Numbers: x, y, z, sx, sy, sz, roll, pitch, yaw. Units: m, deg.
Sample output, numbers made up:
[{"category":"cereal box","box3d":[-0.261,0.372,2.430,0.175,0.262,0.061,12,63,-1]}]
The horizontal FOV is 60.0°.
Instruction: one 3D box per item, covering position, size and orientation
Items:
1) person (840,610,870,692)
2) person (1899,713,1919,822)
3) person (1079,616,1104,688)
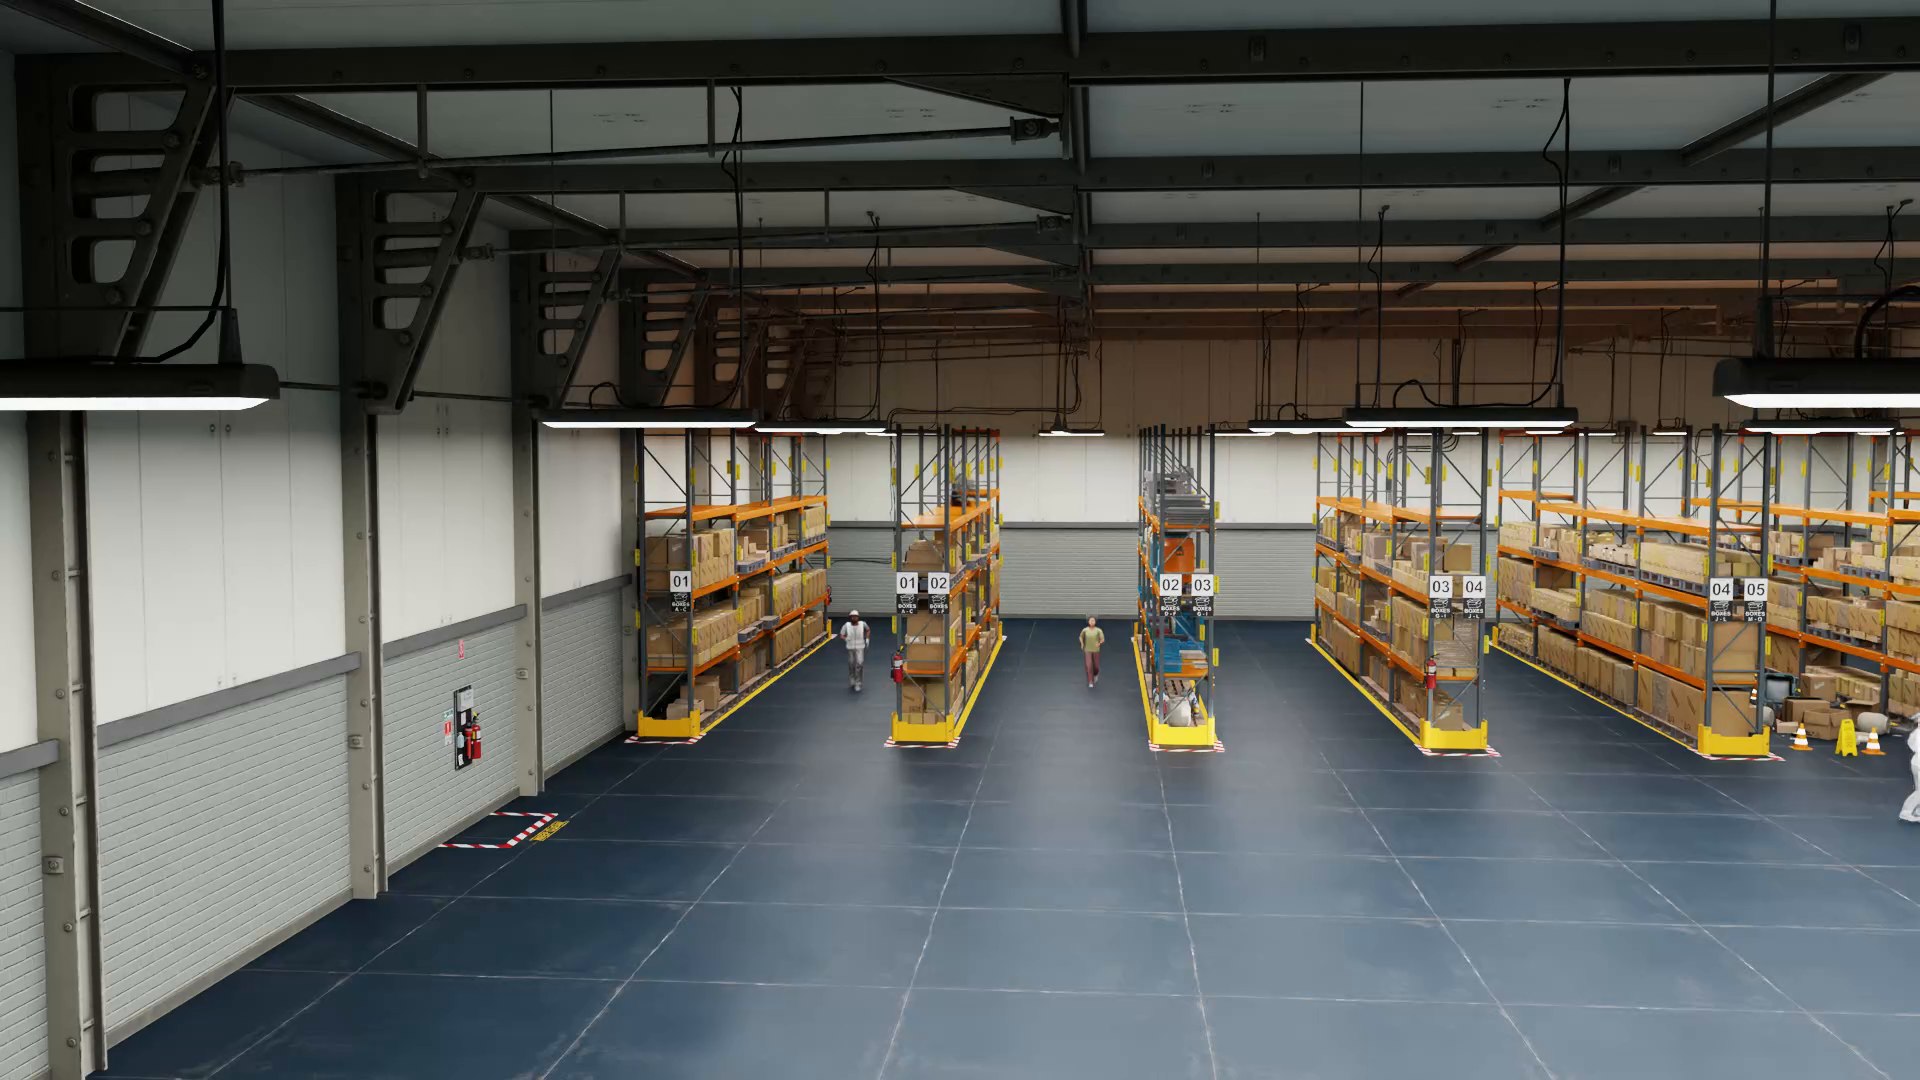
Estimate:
[{"category":"person","box3d":[-2.409,2.518,38.045,0.683,1.835,0.856,0,3,-1]},{"category":"person","box3d":[14.316,3.382,24.651,0.638,1.712,0.594,3,4,38]},{"category":"person","box3d":[3.036,2.569,38.401,0.586,1.628,0.752,0,3,6]}]
